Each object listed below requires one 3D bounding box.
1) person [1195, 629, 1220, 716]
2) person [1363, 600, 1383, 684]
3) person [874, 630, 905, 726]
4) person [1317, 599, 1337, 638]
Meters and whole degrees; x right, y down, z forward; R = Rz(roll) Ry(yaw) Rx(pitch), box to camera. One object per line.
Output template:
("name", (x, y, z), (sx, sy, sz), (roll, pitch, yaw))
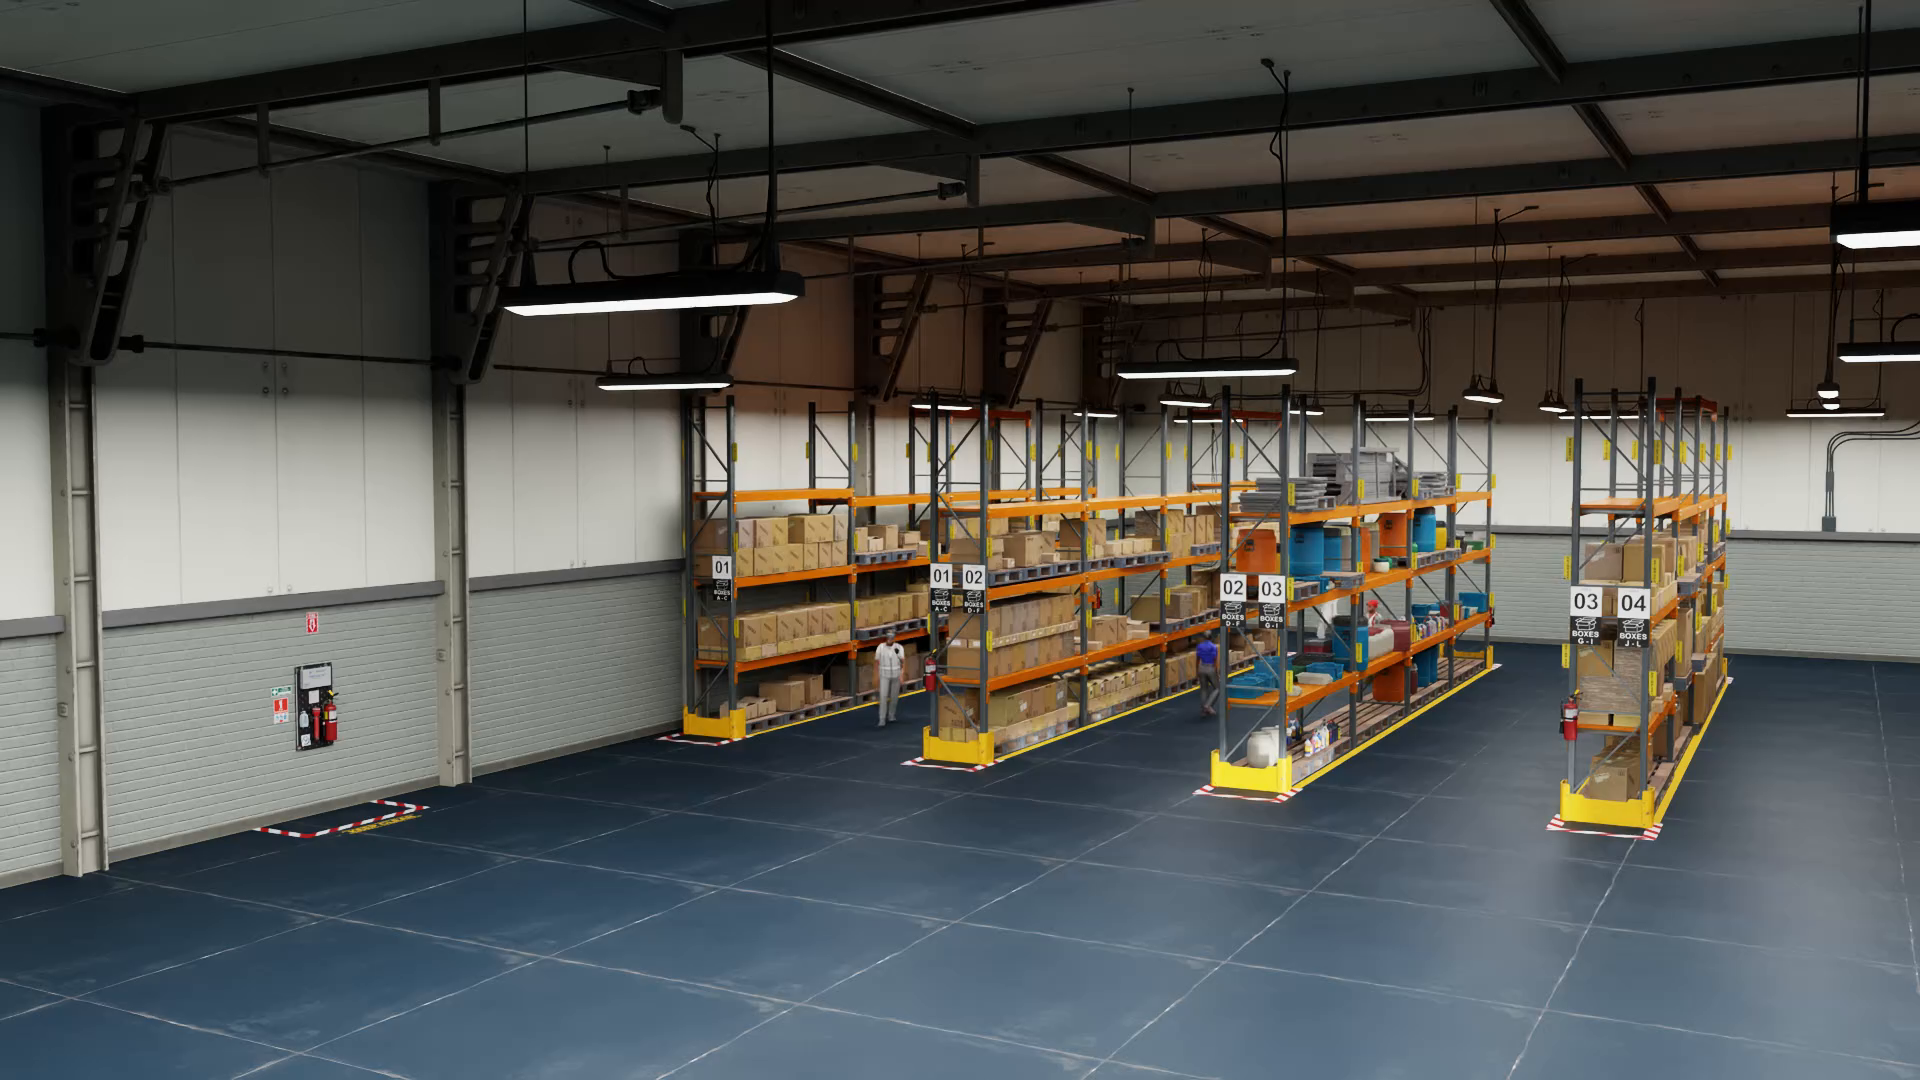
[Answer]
("person", (4.671, 2.520, 31.478), (0.492, 1.656, 0.470), (2, 4, 33))
("person", (8.945, 2.199, 36.337), (0.889, 1.777, 0.621), (-2, 4, -33))
("person", (-1.288, 2.504, 30.607), (0.567, 1.717, 0.872), (-1, 3, -13))
("person", (9.477, 1.883, 42.572), (1.084, 1.737, 0.560), (0, 3, 0))
